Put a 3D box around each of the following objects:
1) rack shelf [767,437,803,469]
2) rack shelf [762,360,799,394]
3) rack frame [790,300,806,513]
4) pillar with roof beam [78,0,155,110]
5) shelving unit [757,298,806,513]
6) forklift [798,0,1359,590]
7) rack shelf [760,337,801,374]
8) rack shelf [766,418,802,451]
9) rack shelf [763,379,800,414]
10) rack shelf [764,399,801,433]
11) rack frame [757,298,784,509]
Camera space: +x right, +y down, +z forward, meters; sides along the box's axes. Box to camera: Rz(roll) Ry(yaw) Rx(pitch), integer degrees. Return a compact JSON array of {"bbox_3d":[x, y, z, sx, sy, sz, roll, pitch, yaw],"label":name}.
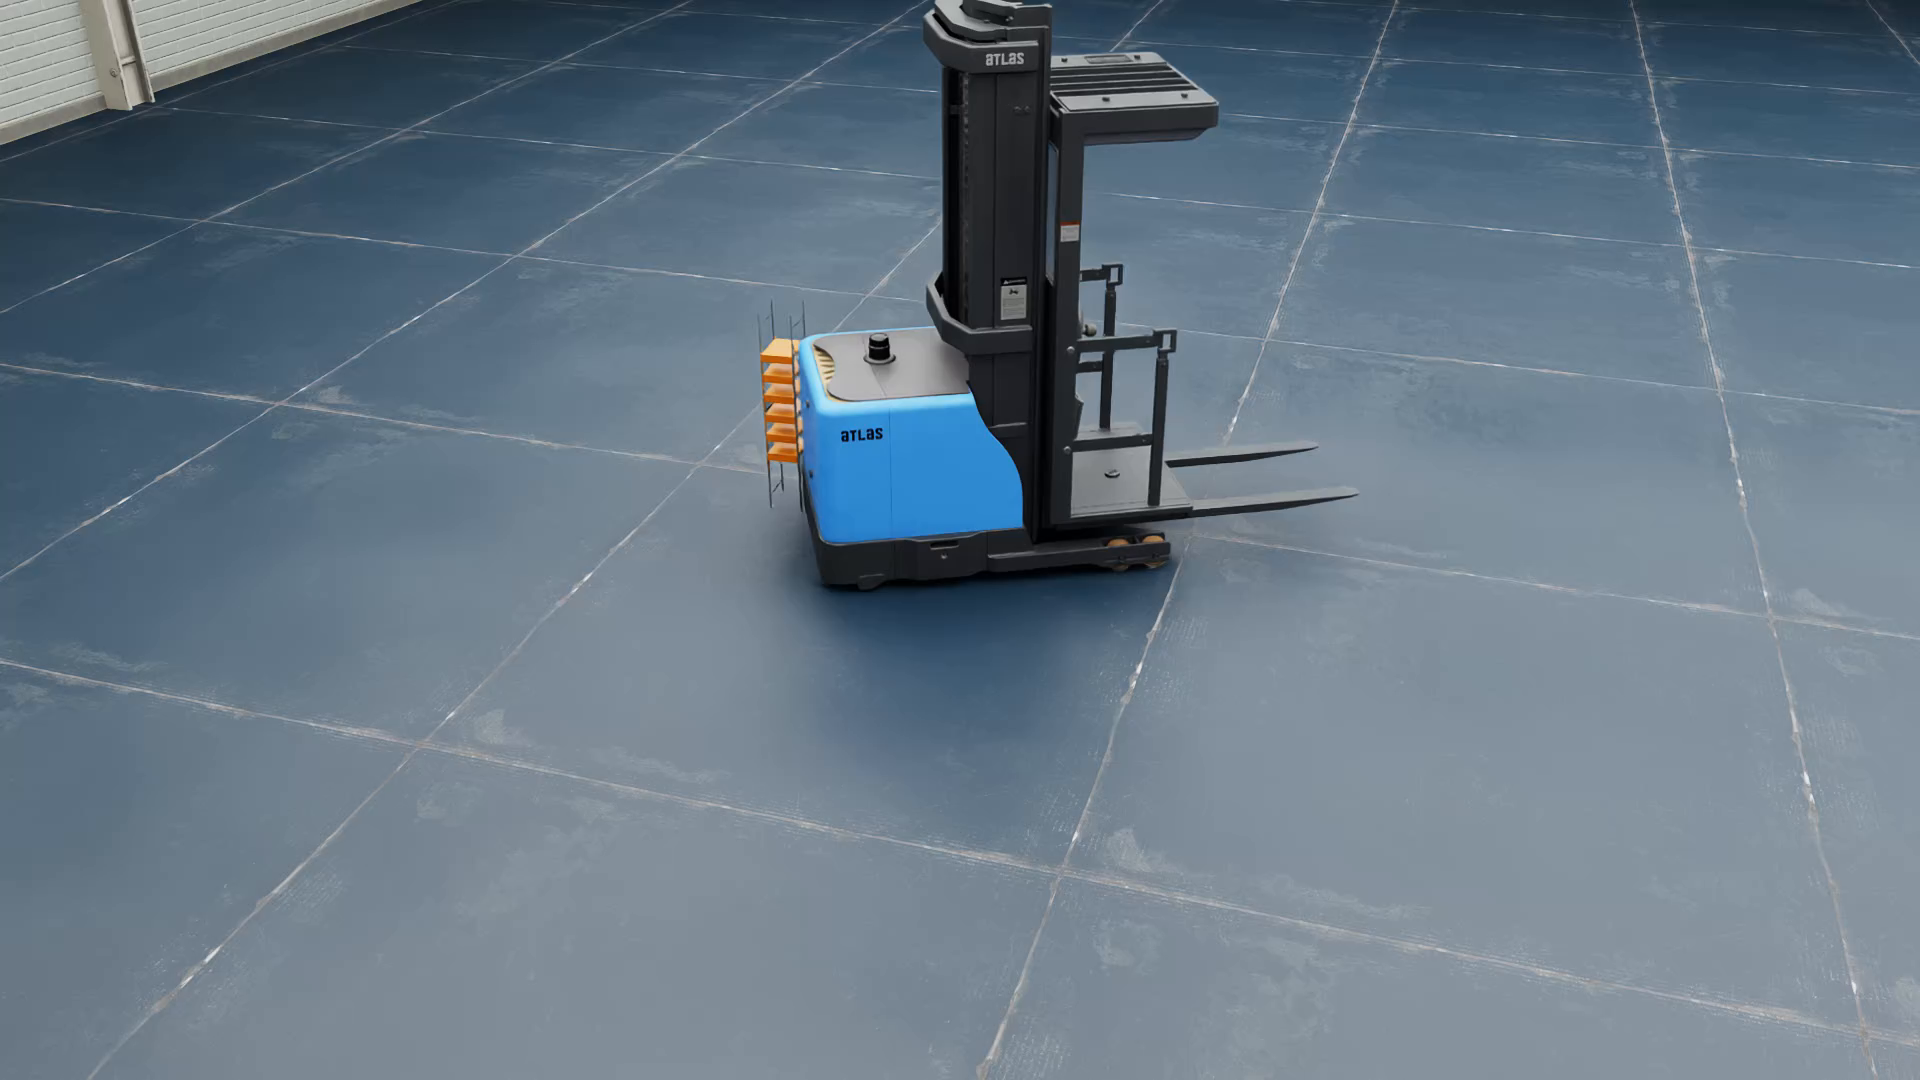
[{"bbox_3d":[-0.974,-0.499,9.498,0.180,0.103,0.258,6,30,12],"label":"rack shelf"},{"bbox_3d":[-0.975,-0.919,9.265,0.180,0.103,0.258,6,30,12],"label":"rack shelf"},{"bbox_3d":[-0.886,-0.738,9.341,0.006,1.200,0.240,6,30,12],"label":"rack frame"},{"bbox_3d":[-4.603,-7.893,14.181,9.100,9.000,0.400,8,30,15],"label":"pillar with roof beam"},{"bbox_3d":[-0.975,-0.748,9.360,0.189,1.200,0.258,6,30,12],"label":"shelving unit"},{"bbox_3d":[0.676,-1.364,8.688,3.031,2.935,1.130,-5,30,-10],"label":"forklift"},{"bbox_3d":[-0.976,-1.024,9.206,0.180,0.103,0.258,6,30,12],"label":"rack shelf"},{"bbox_3d":[-0.975,-0.604,9.440,0.180,0.103,0.258,6,30,12],"label":"rack shelf"},{"bbox_3d":[-0.975,-0.814,9.323,0.180,0.103,0.258,6,30,12],"label":"rack shelf"},{"bbox_3d":[-0.975,-0.709,9.381,0.180,0.103,0.258,6,30,12],"label":"rack shelf"},{"bbox_3d":[-1.064,-0.758,9.378,0.006,1.200,0.240,6,30,12],"label":"rack frame"}]
